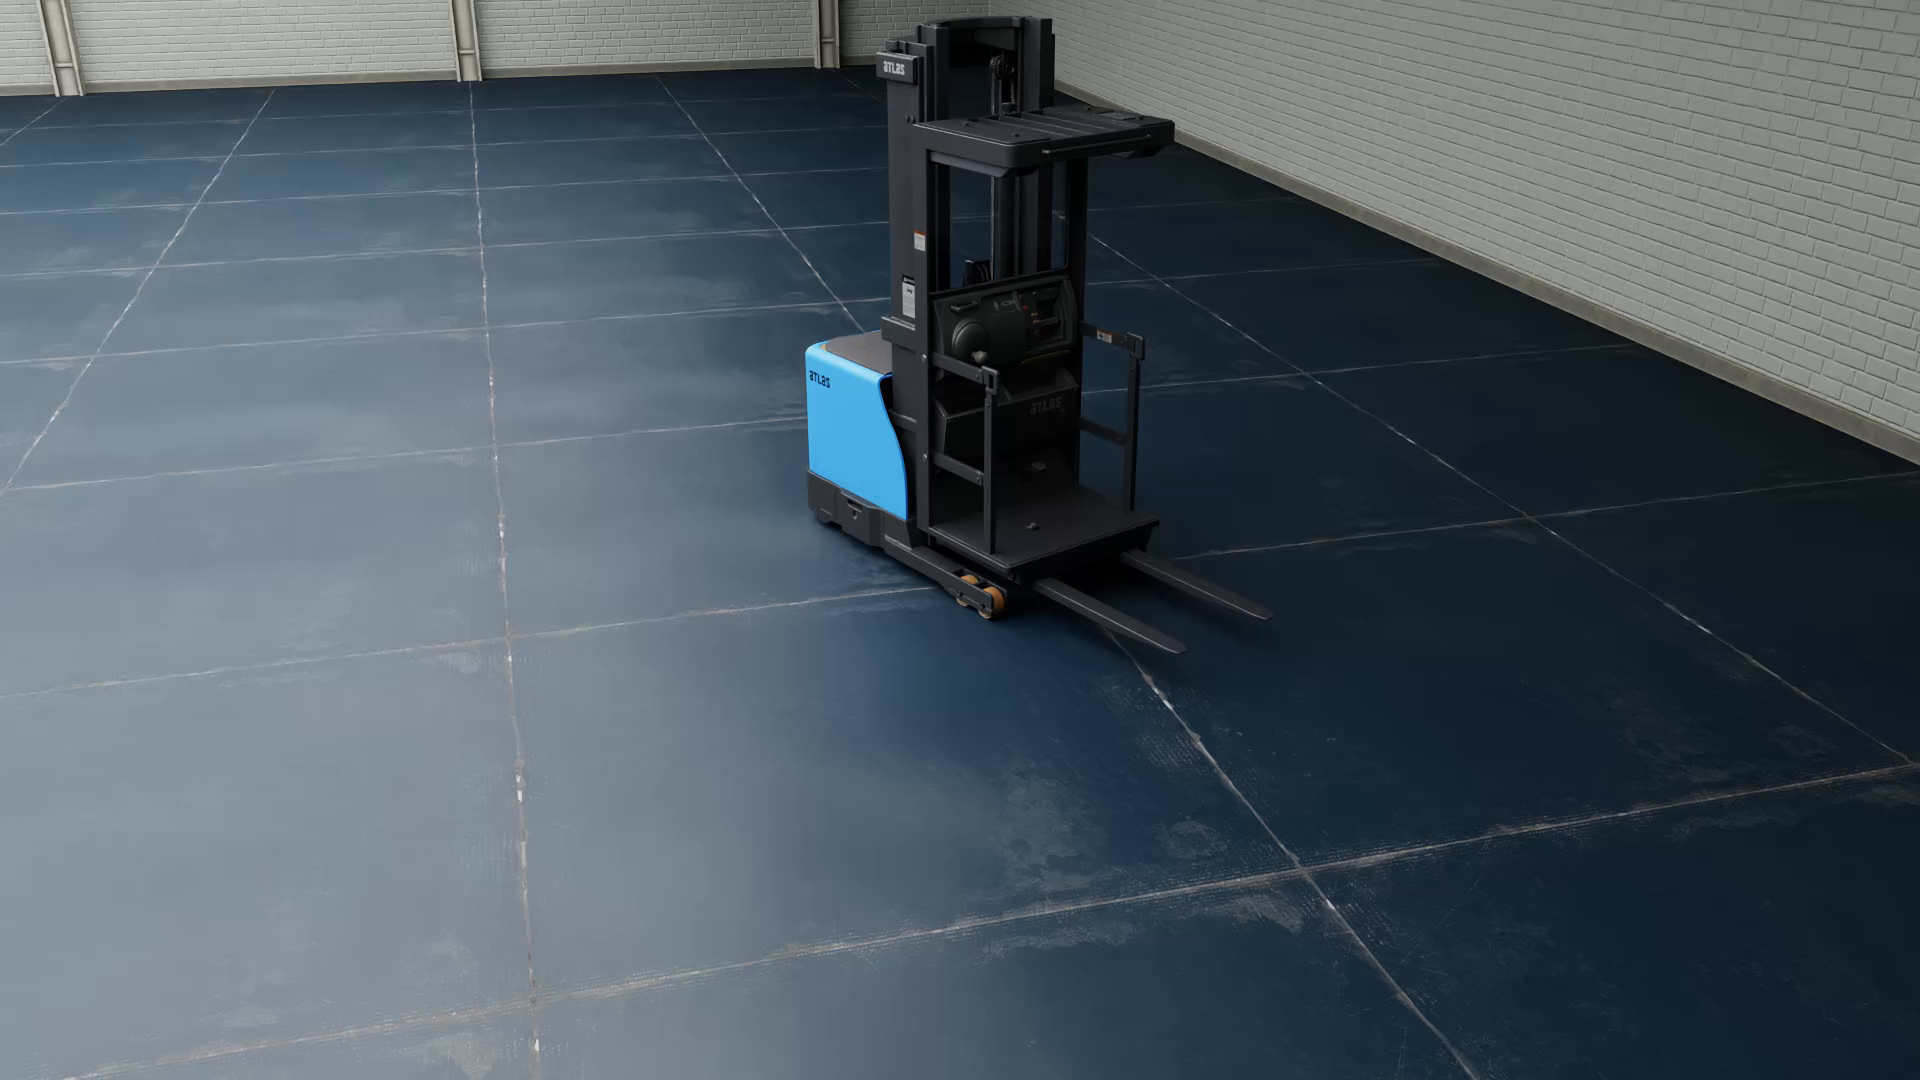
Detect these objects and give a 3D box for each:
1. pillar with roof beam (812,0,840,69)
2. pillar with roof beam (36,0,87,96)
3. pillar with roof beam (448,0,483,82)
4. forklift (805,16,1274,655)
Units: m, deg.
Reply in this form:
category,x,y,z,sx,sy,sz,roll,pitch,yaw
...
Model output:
category,x,y,z,sx,sy,sz,roll,pitch,yaw
pillar with roof beam,-1.149,-10.732,23.348,0.400,9.000,9.100,-6,24,-14
pillar with roof beam,-12.702,-9.453,20.370,0.400,9.000,9.100,-6,24,-14
pillar with roof beam,-6.926,-10.092,21.859,0.400,9.000,9.100,-6,24,-14
forklift,0.382,-1.152,8.718,1.130,2.935,3.031,-17,28,-34
